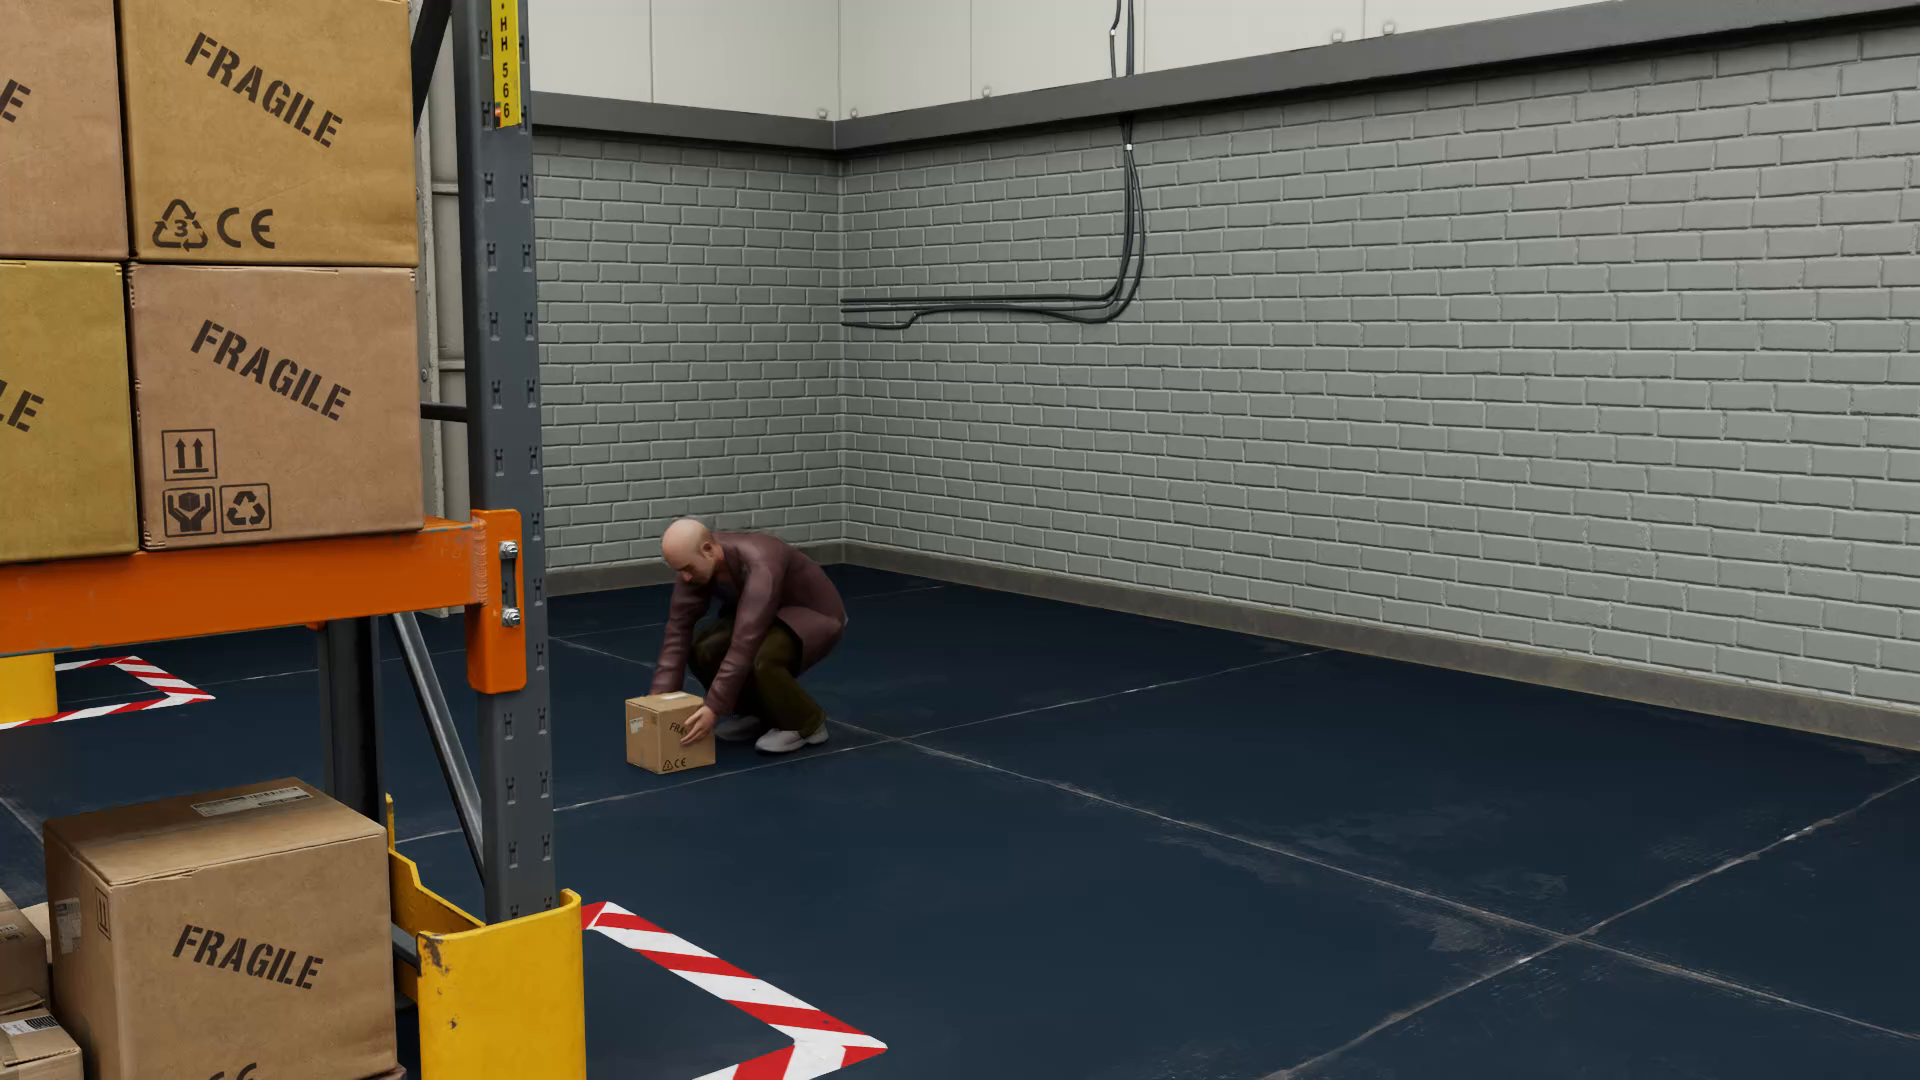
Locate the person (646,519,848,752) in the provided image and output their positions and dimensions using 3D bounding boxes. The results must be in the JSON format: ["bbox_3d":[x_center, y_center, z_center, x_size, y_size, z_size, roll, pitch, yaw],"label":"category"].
[{"bbox_3d":[-0.848,0.370,6.681,0.901,0.958,0.611,-6,10,-41],"label":"person"}]
